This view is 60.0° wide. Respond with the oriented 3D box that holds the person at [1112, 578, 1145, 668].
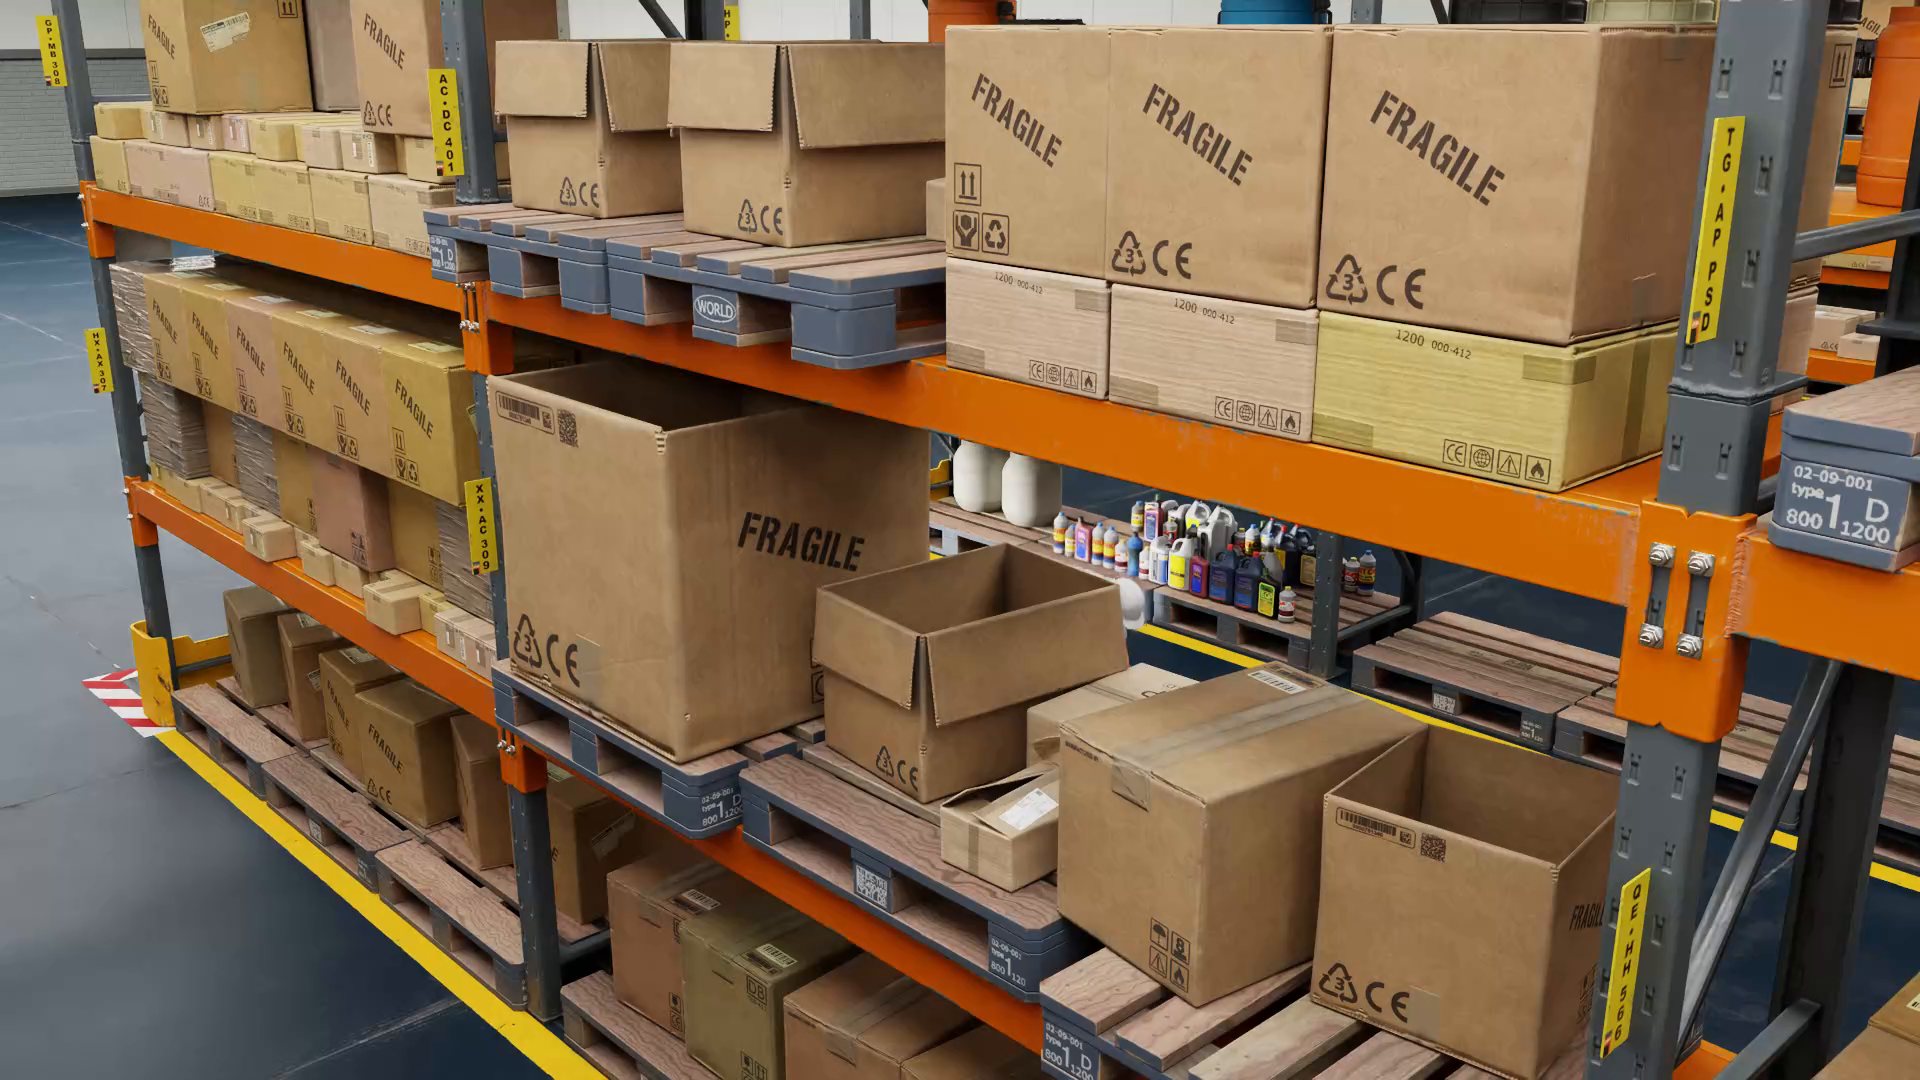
[{"bbox_3d":[0.582,0.553,8.790,0.557,0.877,0.889,-15,23,-41],"label":"person"}]
